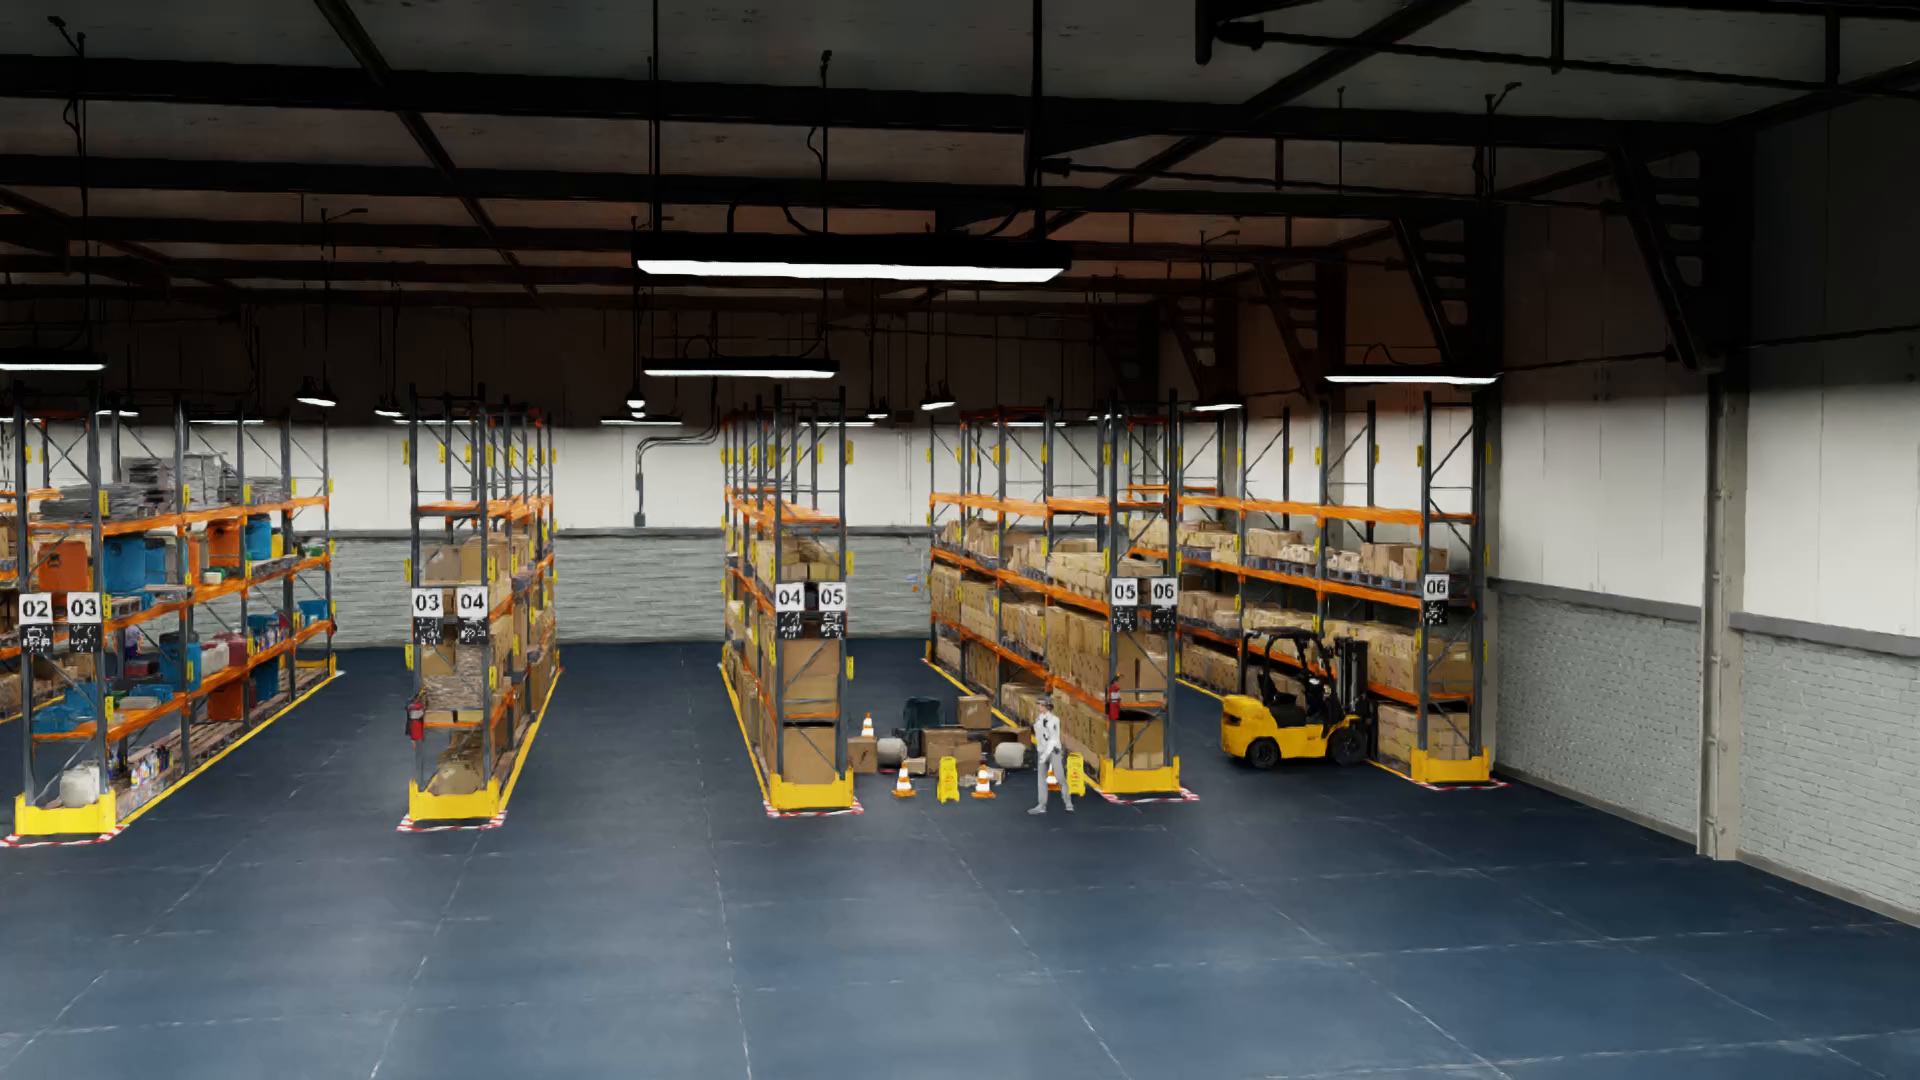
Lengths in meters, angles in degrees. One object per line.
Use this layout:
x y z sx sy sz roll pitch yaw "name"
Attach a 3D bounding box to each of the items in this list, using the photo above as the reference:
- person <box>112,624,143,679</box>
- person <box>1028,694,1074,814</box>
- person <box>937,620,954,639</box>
-17.980 2.392 35.941 0.625 1.596 0.517 -1 3 -13 "person"
1.271 2.991 23.330 0.672 1.658 0.496 -2 4 -38 "person"
-0.335 2.072 41.578 0.556 1.663 0.515 -3 4 -44 "person"
